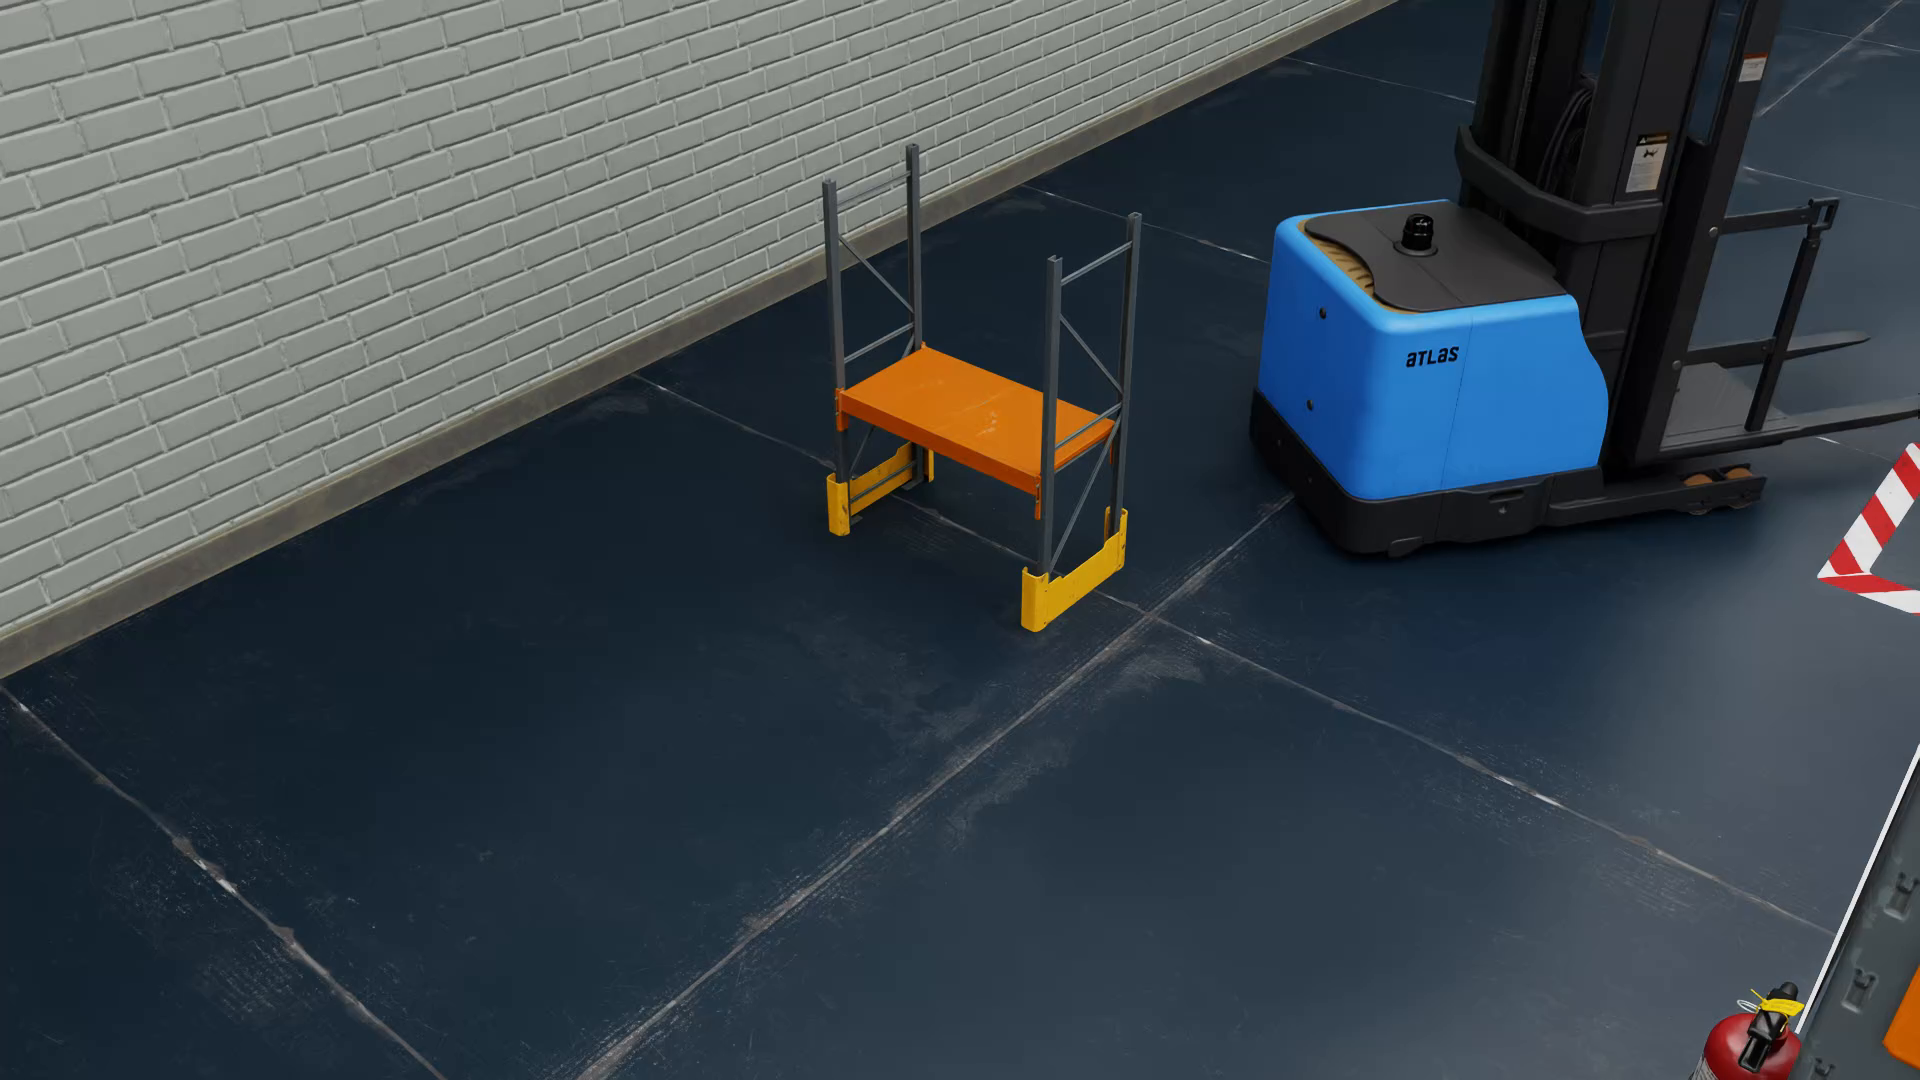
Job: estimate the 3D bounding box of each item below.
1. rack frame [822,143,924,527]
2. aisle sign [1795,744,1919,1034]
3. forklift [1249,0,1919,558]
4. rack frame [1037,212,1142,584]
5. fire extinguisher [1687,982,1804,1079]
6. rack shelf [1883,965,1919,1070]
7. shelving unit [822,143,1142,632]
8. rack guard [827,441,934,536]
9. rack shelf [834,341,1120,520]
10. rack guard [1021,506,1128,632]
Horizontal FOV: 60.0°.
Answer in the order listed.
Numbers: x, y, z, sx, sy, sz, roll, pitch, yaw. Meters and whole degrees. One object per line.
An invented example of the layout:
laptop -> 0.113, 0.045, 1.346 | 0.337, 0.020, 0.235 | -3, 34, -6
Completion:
rack frame -> -0.325, -0.771, 6.549 | 0.032, 1.500, 0.500 | 25, 42, 32
aisle sign -> 1.004, 0.107, 1.648 | 0.004, 0.787, 0.394 | 25, 42, 32
forklift -> 2.843, -1.591, 6.478 | 3.031, 2.935, 1.130 | -9, 35, -12
rack frame -> 0.456, -0.403, 6.012 | 0.032, 1.500, 0.500 | 25, 42, 32
fire extinguisher -> 1.425, 1.009, 3.029 | 0.183, 0.674, 0.296 | 25, 42, 32
rack shelf -> 2.787, 0.860, 0.833 | 4.000, 0.370, 1.077 | 25, 42, 32
shelving unit -> 0.059, -0.591, 6.285 | 1.083, 1.500, 0.587 | 25, 42, 32
rack guard -> -0.324, -0.256, 6.902 | 0.087, 0.250, 0.587 | 25, 42, 32
rack shelf -> 0.066, -0.439, 6.382 | 1.000, 0.185, 0.538 | 25, 42, 32
rack guard -> 0.441, 0.105, 6.376 | 0.087, 0.250, 0.587 | 25, 42, 32
